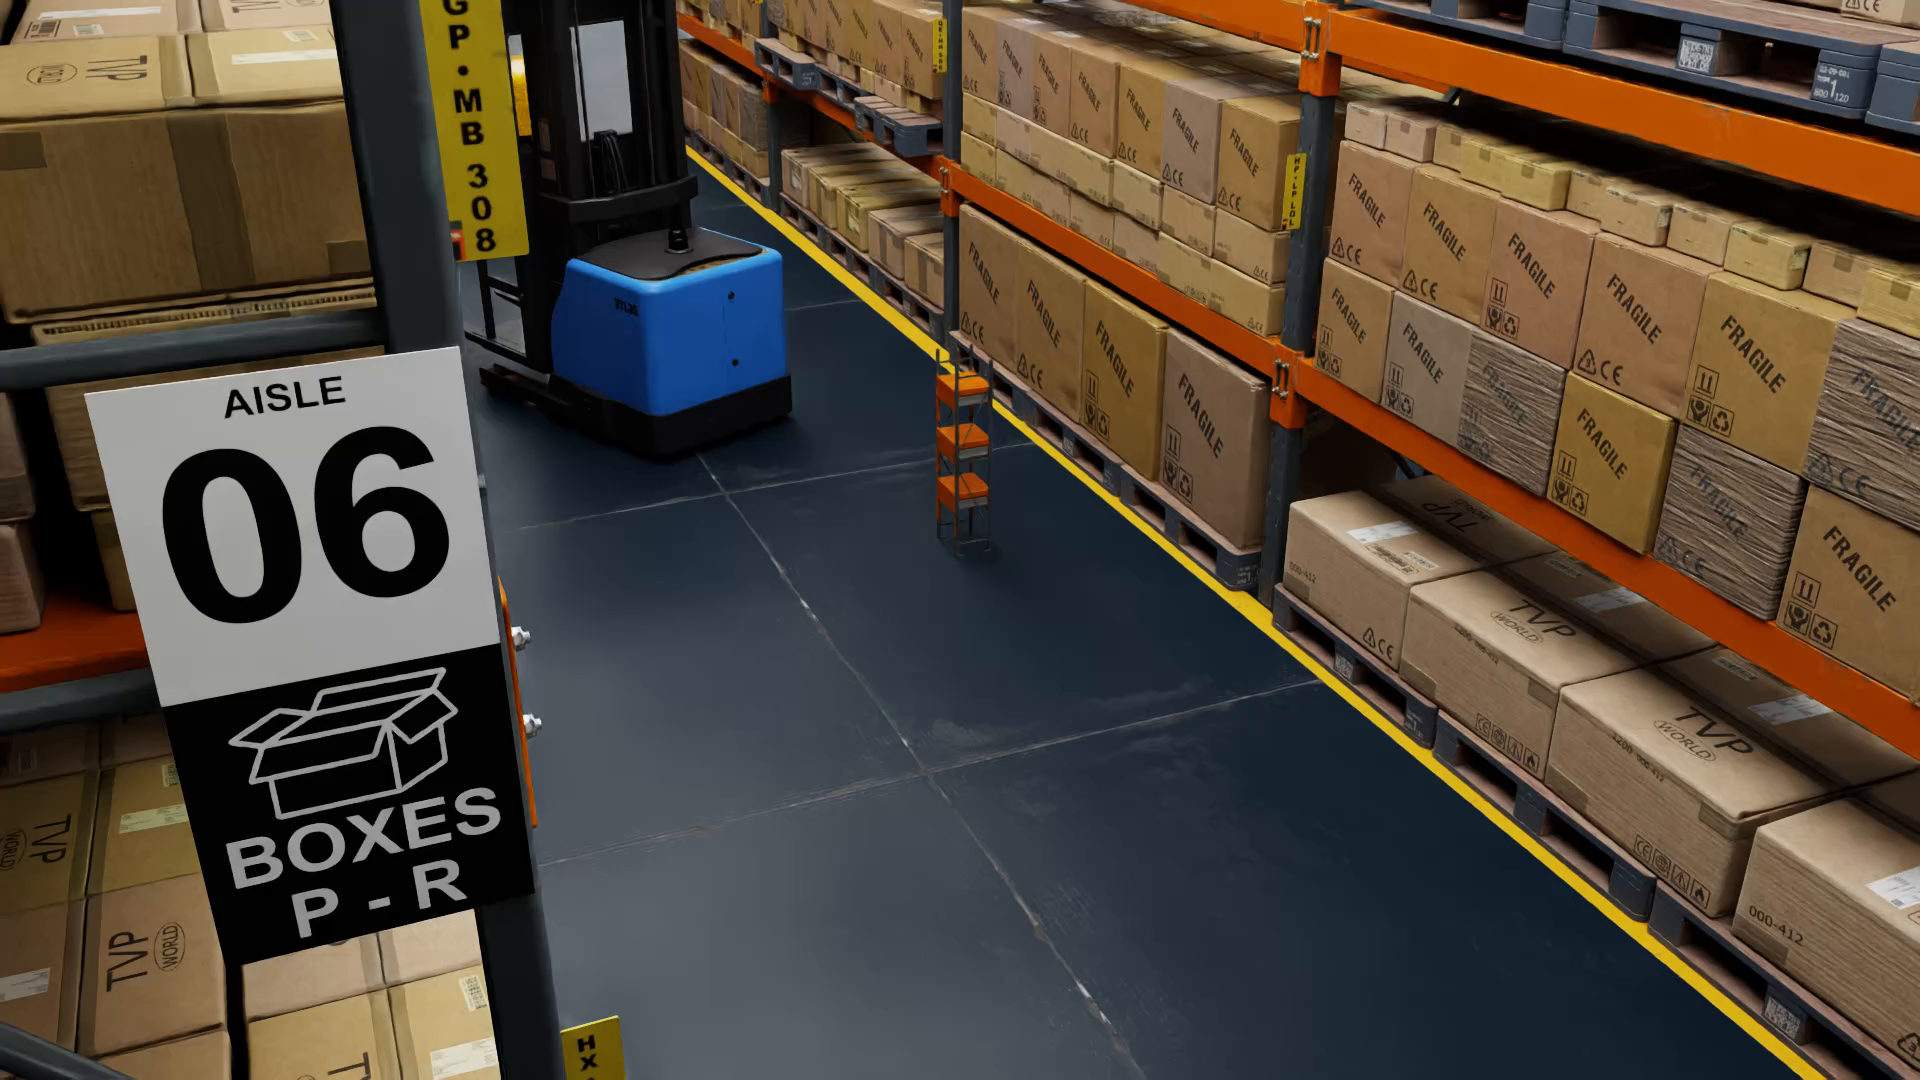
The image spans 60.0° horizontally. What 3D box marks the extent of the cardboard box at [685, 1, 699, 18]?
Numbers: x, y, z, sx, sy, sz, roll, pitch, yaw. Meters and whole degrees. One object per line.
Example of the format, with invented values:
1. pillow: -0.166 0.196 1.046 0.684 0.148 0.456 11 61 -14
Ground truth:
1. cardboard box: -2.487 -5.244 16.359 0.380 0.149 0.250 -10 28 -19

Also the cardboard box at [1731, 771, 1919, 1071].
1. cardboard box: 3.155 1.213 5.288 0.875 0.438 0.875 -12 28 -22

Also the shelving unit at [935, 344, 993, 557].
1. shelving unit: 0.021 -0.450 8.475 0.215 1.050 0.252 -11 28 -21

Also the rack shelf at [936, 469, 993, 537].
1. rack shelf: 0.021 -0.191 8.602 0.215 0.259 0.240 -11 28 -21

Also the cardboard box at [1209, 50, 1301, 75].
1. cardboard box: 1.613 -2.240 8.665 0.500 0.500 0.500 -11 28 -22

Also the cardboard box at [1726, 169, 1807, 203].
1. cardboard box: 2.905 -1.208 5.812 0.380 0.149 0.250 -11 28 -21

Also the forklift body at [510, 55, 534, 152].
1. forklift body: -4.904 -4.272 15.048 2.313 2.155 1.214 -11 28 -21

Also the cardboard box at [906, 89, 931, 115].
1. cardboard box: -0.143 -2.993 11.270 0.380 0.149 0.250 -10 28 -20

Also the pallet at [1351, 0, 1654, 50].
1. pallet: 2.250 -2.091 6.296 1.003 0.211 1.213 -11 28 -21

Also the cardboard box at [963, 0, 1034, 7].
1. cardboard box: 0.199 -3.528 11.625 0.500 0.500 0.500 -9 27 -18

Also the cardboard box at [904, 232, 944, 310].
1. cardboard box: 0.161 -1.968 11.877 0.950 0.372 0.625 -13 29 -24

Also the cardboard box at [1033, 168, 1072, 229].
1. cardboard box: 0.751 -2.005 9.608 0.500 0.250 0.500 -10 28 -19

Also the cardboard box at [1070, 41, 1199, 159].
1. cardboard box: 0.927 -2.369 8.929 0.500 0.500 0.500 -10 28 -20

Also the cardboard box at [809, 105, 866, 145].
1. cardboard box: -1.176 -3.919 15.159 0.500 0.500 0.500 -9 27 -18

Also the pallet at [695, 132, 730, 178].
1. pallet: -1.971 -3.850 16.395 1.003 0.211 1.213 -11 28 -21

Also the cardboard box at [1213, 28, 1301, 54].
1. cardboard box: 3.140 -4.736 16.974 0.875 0.875 0.875 -10 28 -20

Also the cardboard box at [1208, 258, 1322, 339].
1. cardboard box: 1.532 -1.185 7.930 0.500 0.250 0.500 -11 28 -22

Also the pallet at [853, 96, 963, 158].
1. pallet: -0.004 -2.913 11.516 1.213 0.211 1.003 -11 28 -21

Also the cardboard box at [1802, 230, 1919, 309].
1. cardboard box: 2.783 -0.811 4.999 0.380 0.149 0.250 -11 28 -21

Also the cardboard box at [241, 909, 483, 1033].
1. cardboard box: -1.187 0.855 3.412 0.500 0.250 0.500 -10 28 -20

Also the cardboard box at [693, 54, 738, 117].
1. cardboard box: -2.291 -4.453 16.252 0.500 0.500 0.500 -10 28 -20

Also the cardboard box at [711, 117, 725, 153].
1. cardboard box: -2.085 -3.910 15.994 0.500 0.250 0.500 -10 28 -20

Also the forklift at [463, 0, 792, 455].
1. forklift: -2.440 -2.353 10.228 3.031 2.935 1.130 23 34 39

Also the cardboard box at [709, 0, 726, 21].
1. cardboard box: -2.012 -5.075 15.273 0.500 0.500 0.500 -10 28 -19

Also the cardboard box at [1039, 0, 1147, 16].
1. cardboard box: 0.816 -3.060 10.346 0.500 0.500 0.500 -11 28 -22

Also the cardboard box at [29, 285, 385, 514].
1. cardboard box: -0.982 -0.286 2.330 0.500 0.250 0.500 -11 28 -21

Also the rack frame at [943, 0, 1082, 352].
1. rack frame: 0.373 -2.730 10.922 1.000 3.000 0.127 -11 28 -21

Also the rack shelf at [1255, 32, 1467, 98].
1. rack shelf: 4.105 -4.105 14.559 1.077 0.370 4.000 -11 28 -21

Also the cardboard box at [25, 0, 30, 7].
1. cardboard box: -1.394 -0.916 3.051 0.500 0.250 0.500 -11 28 -21

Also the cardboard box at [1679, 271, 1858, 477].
1. cardboard box: 2.676 -0.554 5.213 0.500 0.500 0.500 -11 28 -21

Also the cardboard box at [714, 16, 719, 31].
1. cardboard box: -2.073 -4.827 15.504 0.380 0.149 0.250 -11 28 -22

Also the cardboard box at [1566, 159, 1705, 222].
1. cardboard box: 2.371 -1.222 5.841 0.380 0.149 0.250 -11 28 -21

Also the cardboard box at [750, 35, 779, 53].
1. cardboard box: -1.600 -4.309 14.443 0.380 0.149 0.250 -11 28 -21

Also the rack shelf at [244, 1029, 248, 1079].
1. rack shelf: -1.843 0.870 4.369 1.077 0.370 4.000 -11 28 -21

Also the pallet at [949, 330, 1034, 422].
1. pallet: 0.612 -1.146 10.856 1.003 0.211 1.213 -11 28 -21

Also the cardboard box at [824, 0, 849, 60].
1. cardboard box: -0.685 -3.864 12.313 0.500 0.500 0.500 -12 28 -23

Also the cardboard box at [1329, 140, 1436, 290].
1. cardboard box: 1.903 -1.375 6.895 0.500 0.500 0.500 -10 28 -20

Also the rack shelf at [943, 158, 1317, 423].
1. rack shelf: 1.156 -1.599 9.427 1.077 0.370 4.000 -11 28 -21

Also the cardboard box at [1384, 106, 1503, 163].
1. cardboard box: 1.939 -1.628 6.673 0.380 0.149 0.250 -10 28 -20

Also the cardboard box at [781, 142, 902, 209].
1. cardboard box: -0.986 -3.141 14.281 0.950 0.372 0.625 -10 28 -20

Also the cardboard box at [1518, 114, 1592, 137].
1. cardboard box: 2.445 -1.604 6.623 0.380 0.149 0.250 -11 28 -21

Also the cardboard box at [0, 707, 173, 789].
1. cardboard box: -2.079 0.527 4.083 0.500 0.250 0.500 -11 28 -21

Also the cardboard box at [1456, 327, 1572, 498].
1. cardboard box: 2.264 -0.520 6.282 0.500 0.500 0.500 -10 28 -20

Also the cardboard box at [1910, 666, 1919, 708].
1. cardboard box: 3.074 0.306 4.591 0.500 0.500 0.500 -10 28 -20

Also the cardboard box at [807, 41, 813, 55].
1. cardboard box: -0.997 -3.940 13.208 0.380 0.149 0.250 -9 27 -17

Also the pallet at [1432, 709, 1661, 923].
1. pallet: 2.647 0.952 6.560 1.003 0.211 1.213 -11 28 -21

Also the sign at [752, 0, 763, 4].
1. sign: -1.690 -4.637 13.843 0.100 0.325 0.005 -11 28 -21

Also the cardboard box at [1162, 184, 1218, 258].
1. cardboard box: 1.341 -1.609 8.228 0.500 0.250 0.500 -10 28 -19

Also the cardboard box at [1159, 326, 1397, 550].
1. cardboard box: 1.623 -0.586 8.474 0.875 0.875 0.875 -10 28 -19

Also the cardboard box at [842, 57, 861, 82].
1. cardboard box: -0.652 -3.510 12.327 0.380 0.149 0.250 -12 28 -22

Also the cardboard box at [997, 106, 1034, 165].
1. cardboard box: 0.546 -2.431 9.912 0.500 0.250 0.500 -10 28 -19
